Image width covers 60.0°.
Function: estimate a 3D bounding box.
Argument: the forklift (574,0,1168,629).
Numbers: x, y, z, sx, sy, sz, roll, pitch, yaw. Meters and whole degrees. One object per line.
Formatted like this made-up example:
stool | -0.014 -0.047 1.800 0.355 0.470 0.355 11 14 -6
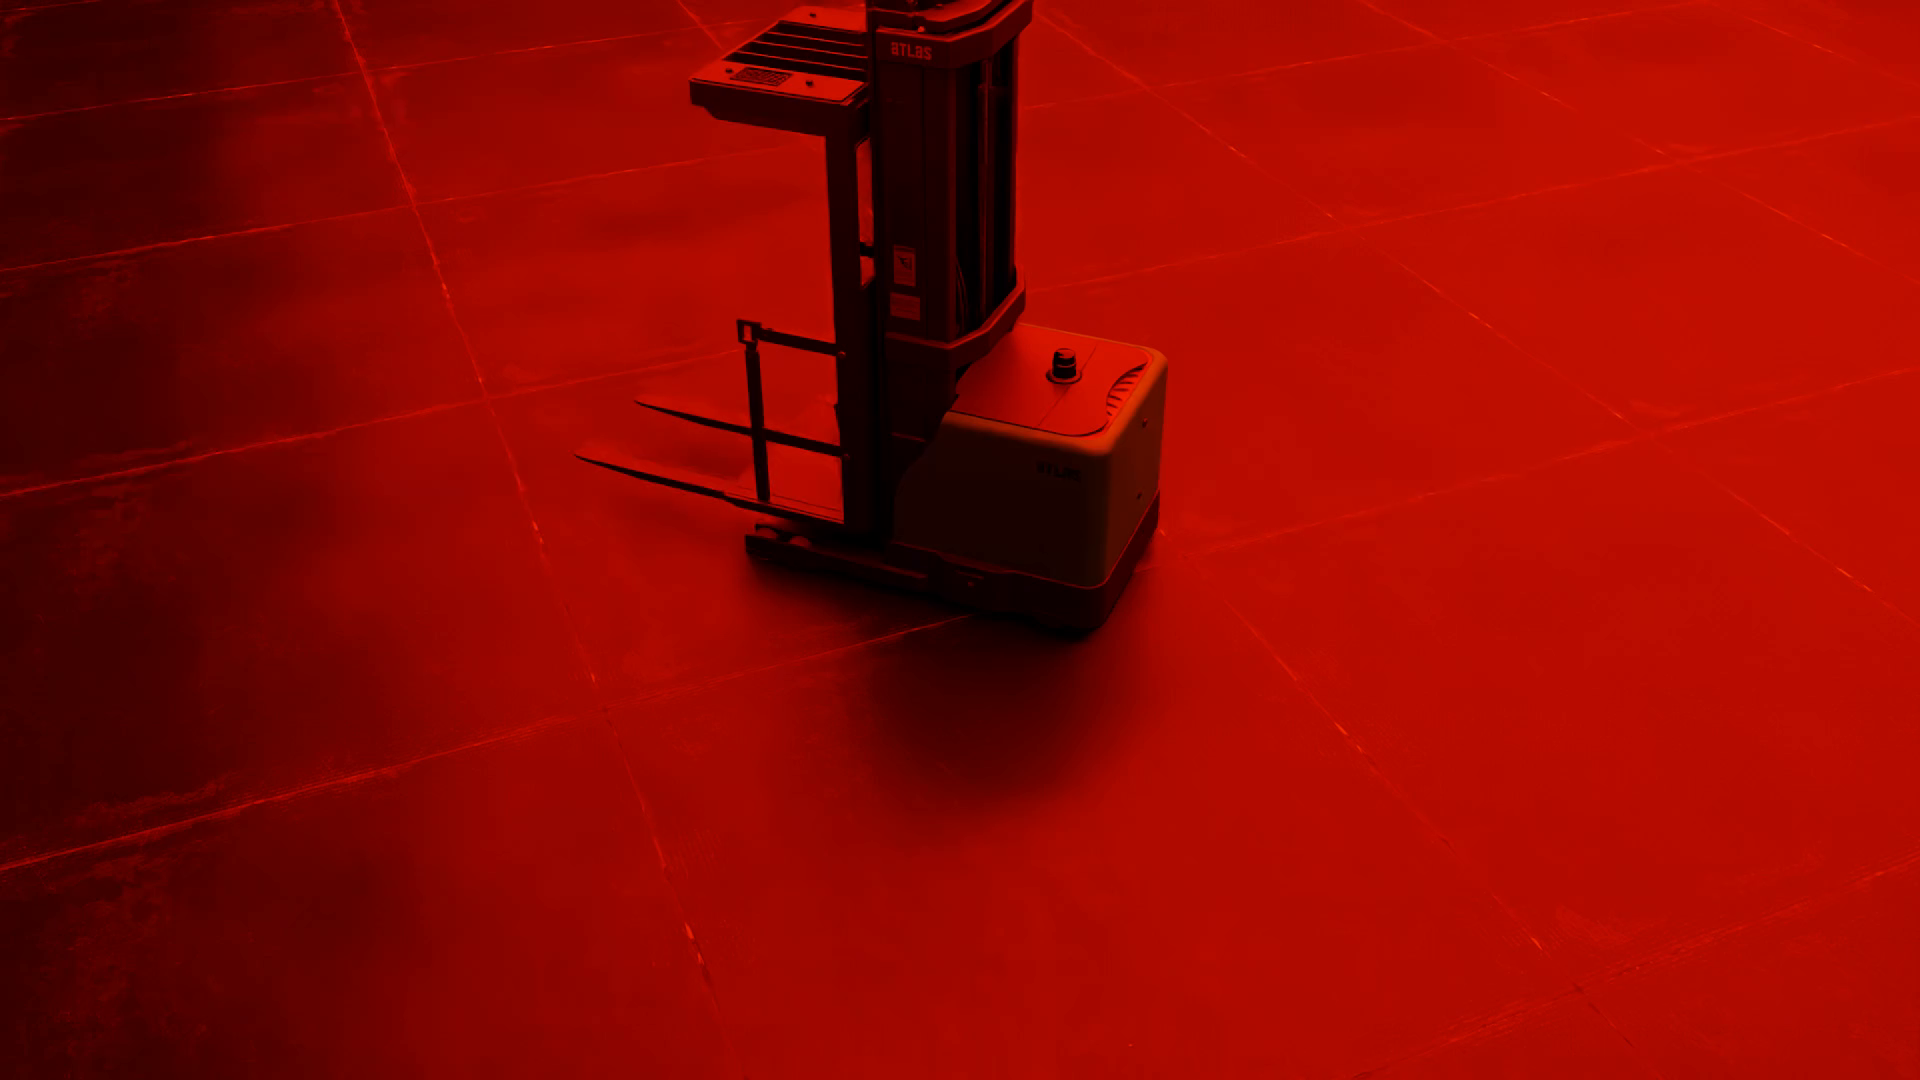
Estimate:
forklift | -0.544 -1.313 7.946 3.031 2.935 1.130 14 38 18
